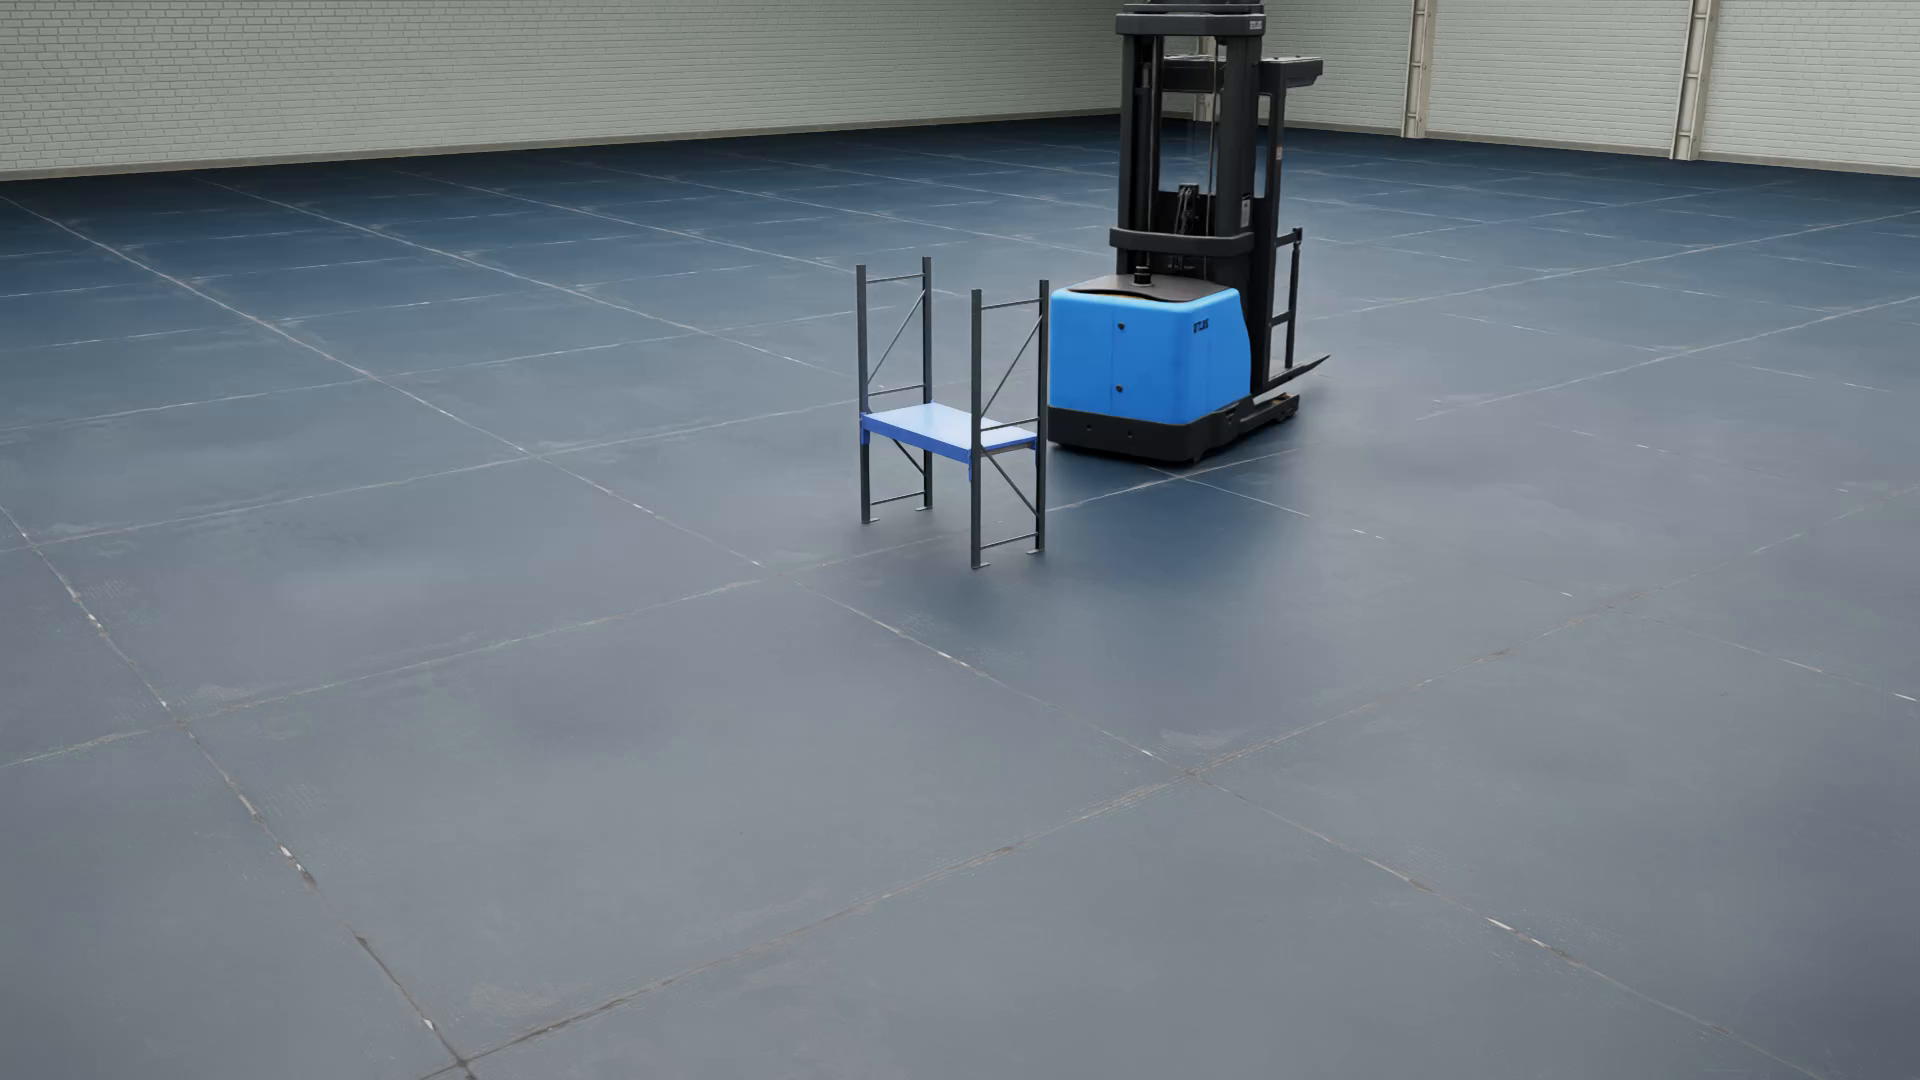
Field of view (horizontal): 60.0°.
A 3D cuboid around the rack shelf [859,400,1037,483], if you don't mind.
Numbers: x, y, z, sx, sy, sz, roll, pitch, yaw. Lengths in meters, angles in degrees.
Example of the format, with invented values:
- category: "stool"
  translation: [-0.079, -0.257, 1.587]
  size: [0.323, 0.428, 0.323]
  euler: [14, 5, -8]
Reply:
- category: "rack shelf"
  translation: [-0.053, -0.562, 9.247]
  size: [0.538, 0.185, 1.000]
  euler: [-14, 23, -36]

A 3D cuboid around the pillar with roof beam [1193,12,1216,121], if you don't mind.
- category: "pillar with roof beam"
  translation: [2.383, -13.335, 35.318]
  size: [9.100, 9.000, 0.400]
  euler: [-14, 23, -36]

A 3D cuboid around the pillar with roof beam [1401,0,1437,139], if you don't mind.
- category: "pillar with roof beam"
  translation: [6.108, -11.856, 30.853]
  size: [9.100, 9.000, 0.400]
  euler: [-14, 23, -36]

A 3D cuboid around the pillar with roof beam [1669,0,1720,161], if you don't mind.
- category: "pillar with roof beam"
  translation: [9.834, -10.378, 26.388]
  size: [9.100, 9.000, 0.400]
  euler: [-14, 23, -36]

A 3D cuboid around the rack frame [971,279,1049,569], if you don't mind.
- category: "rack frame"
  translation: [0.263, -0.608, 8.812]
  size: [0.500, 1.500, 0.032]
  euler: [-14, 23, -36]

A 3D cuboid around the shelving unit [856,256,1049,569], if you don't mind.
- category: "shelving unit"
  translation: [-0.053, -0.733, 9.190]
  size: [0.538, 1.500, 1.048]
  euler: [-14, 23, -36]

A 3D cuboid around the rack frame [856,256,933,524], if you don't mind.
- category: "rack frame"
  translation: [-0.369, -0.858, 9.568]
  size: [0.500, 1.500, 0.032]
  euler: [-14, 23, -36]

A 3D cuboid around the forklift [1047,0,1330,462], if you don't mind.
- category: "forklift"
  translation: [1.804, -2.302, 11.653]
  size: [1.130, 2.935, 3.031]
  euler: [12, 22, 31]
